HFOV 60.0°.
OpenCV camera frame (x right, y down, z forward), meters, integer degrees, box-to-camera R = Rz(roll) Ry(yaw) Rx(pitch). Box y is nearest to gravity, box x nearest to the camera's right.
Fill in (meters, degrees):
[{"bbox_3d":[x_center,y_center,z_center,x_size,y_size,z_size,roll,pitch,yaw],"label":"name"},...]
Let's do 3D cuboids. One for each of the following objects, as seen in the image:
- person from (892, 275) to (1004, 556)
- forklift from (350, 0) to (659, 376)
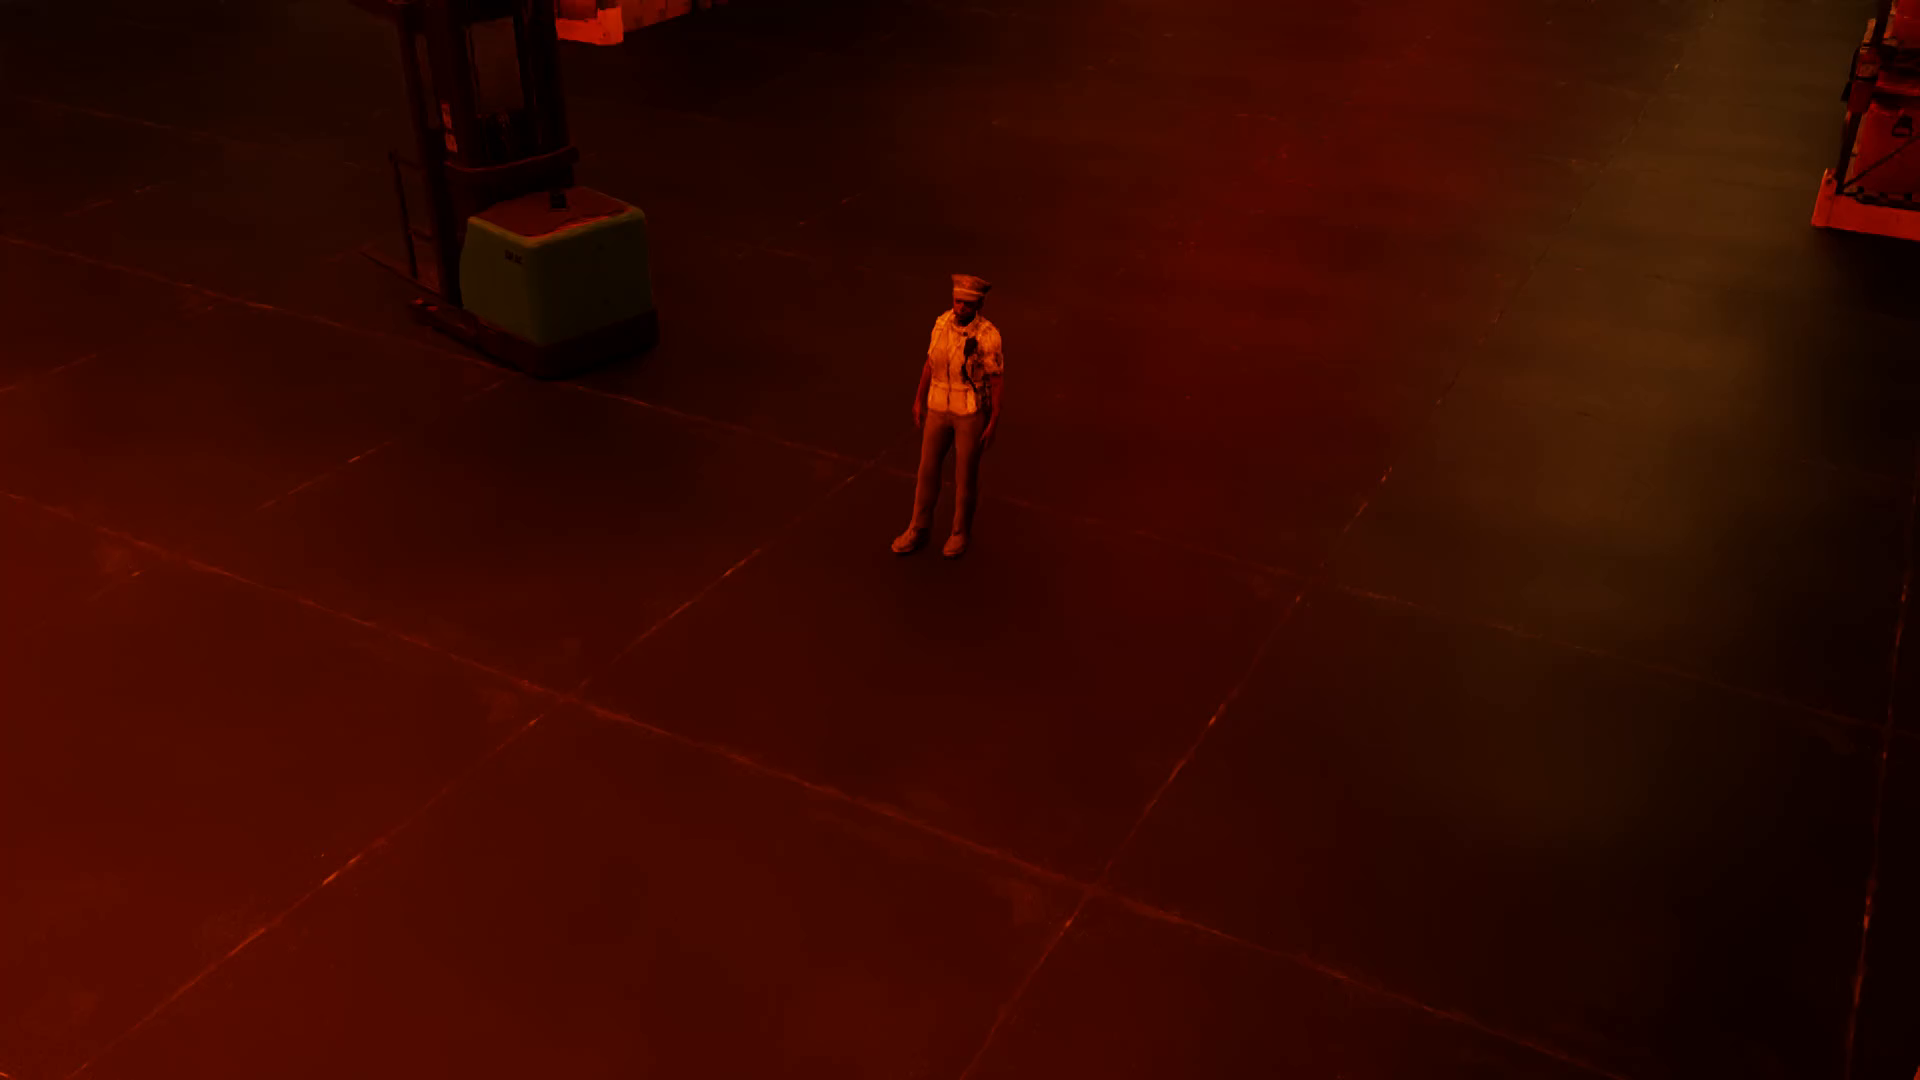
[{"bbox_3d":[-0.054,-0.712,9.527,0.570,1.695,0.529,15,33,25],"label":"person"},{"bbox_3d":[-3.666,-3.075,12.399,3.031,2.935,1.130,26,39,37],"label":"forklift"}]
